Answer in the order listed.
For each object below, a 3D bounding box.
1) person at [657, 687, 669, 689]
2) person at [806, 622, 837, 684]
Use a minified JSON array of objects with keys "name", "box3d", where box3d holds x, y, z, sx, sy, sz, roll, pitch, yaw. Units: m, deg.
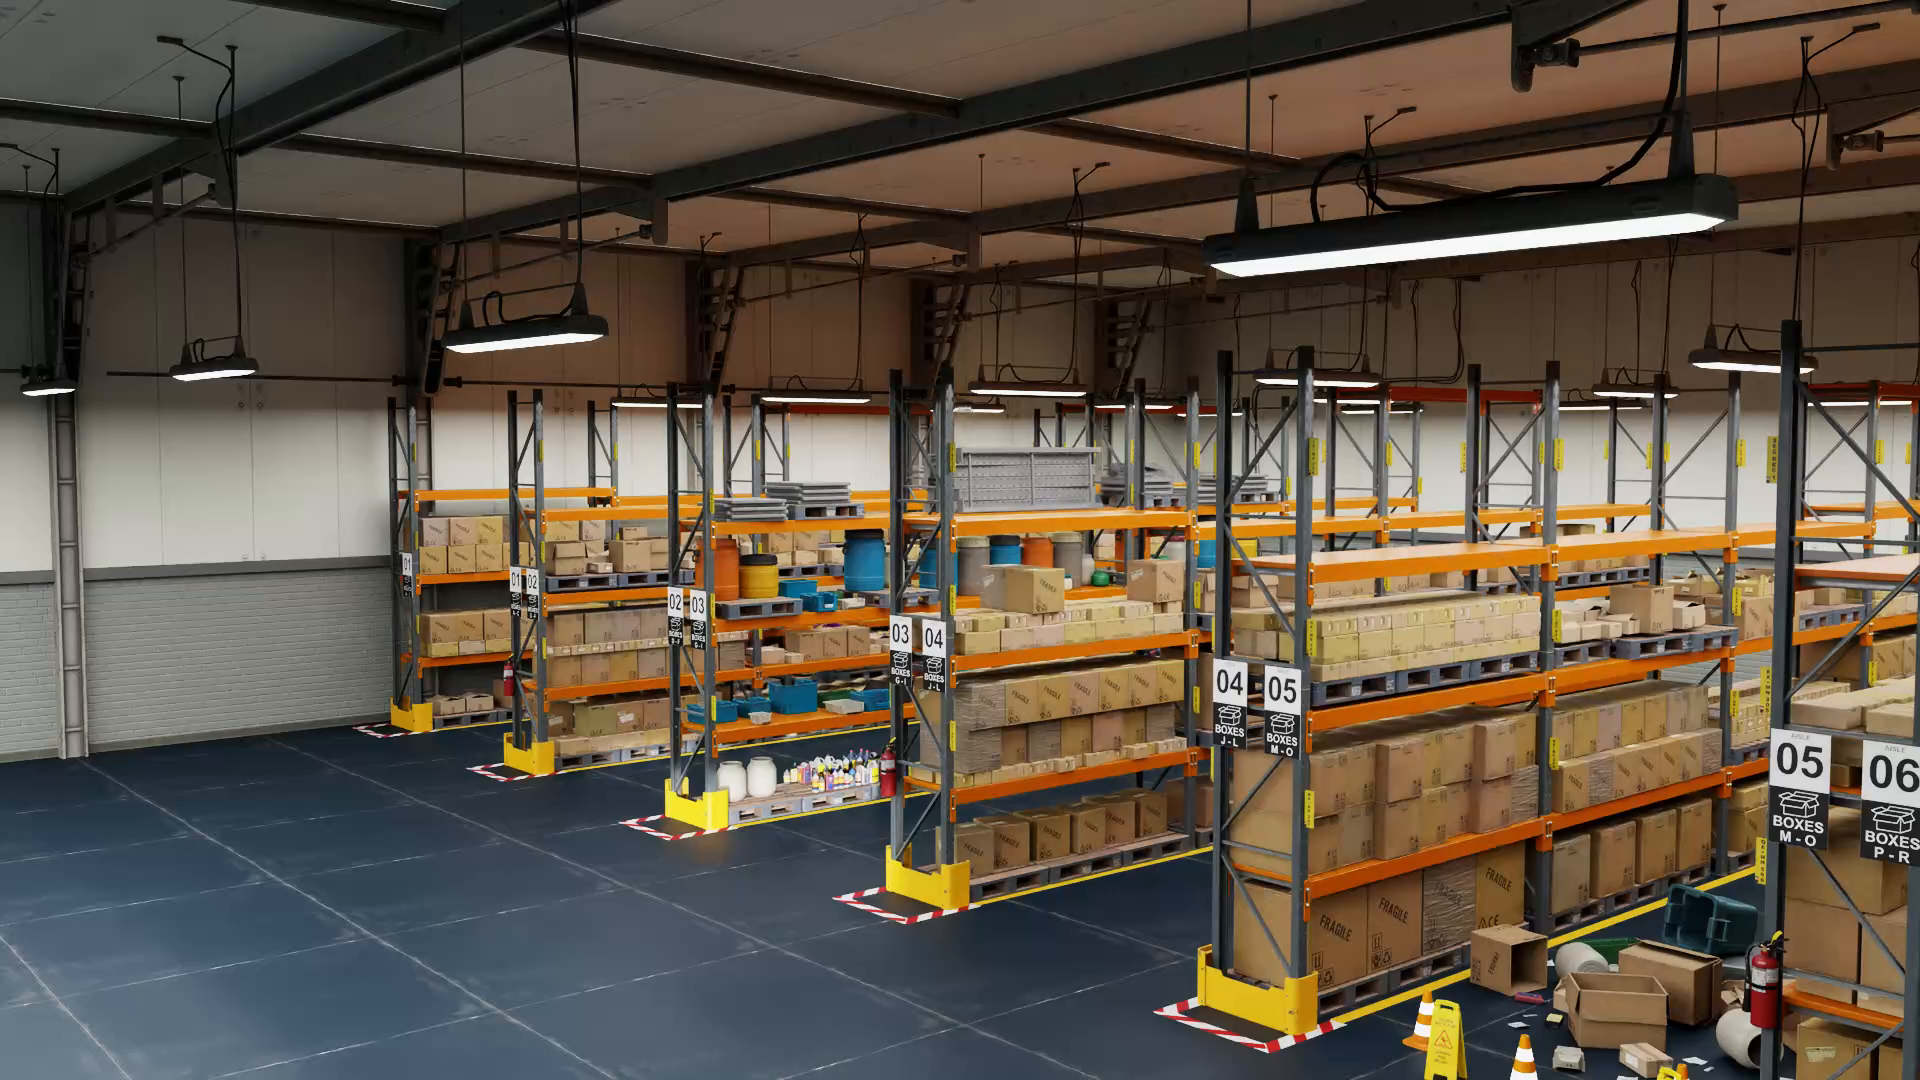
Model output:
[{"name":"person","box3d":[-5.402,2.551,30.611,0.645,1.800,0.659,-3,5,-45]},{"name":"person","box3d":[-2.716,2.139,32.069,0.848,1.811,0.640,-3,4,-40]}]
